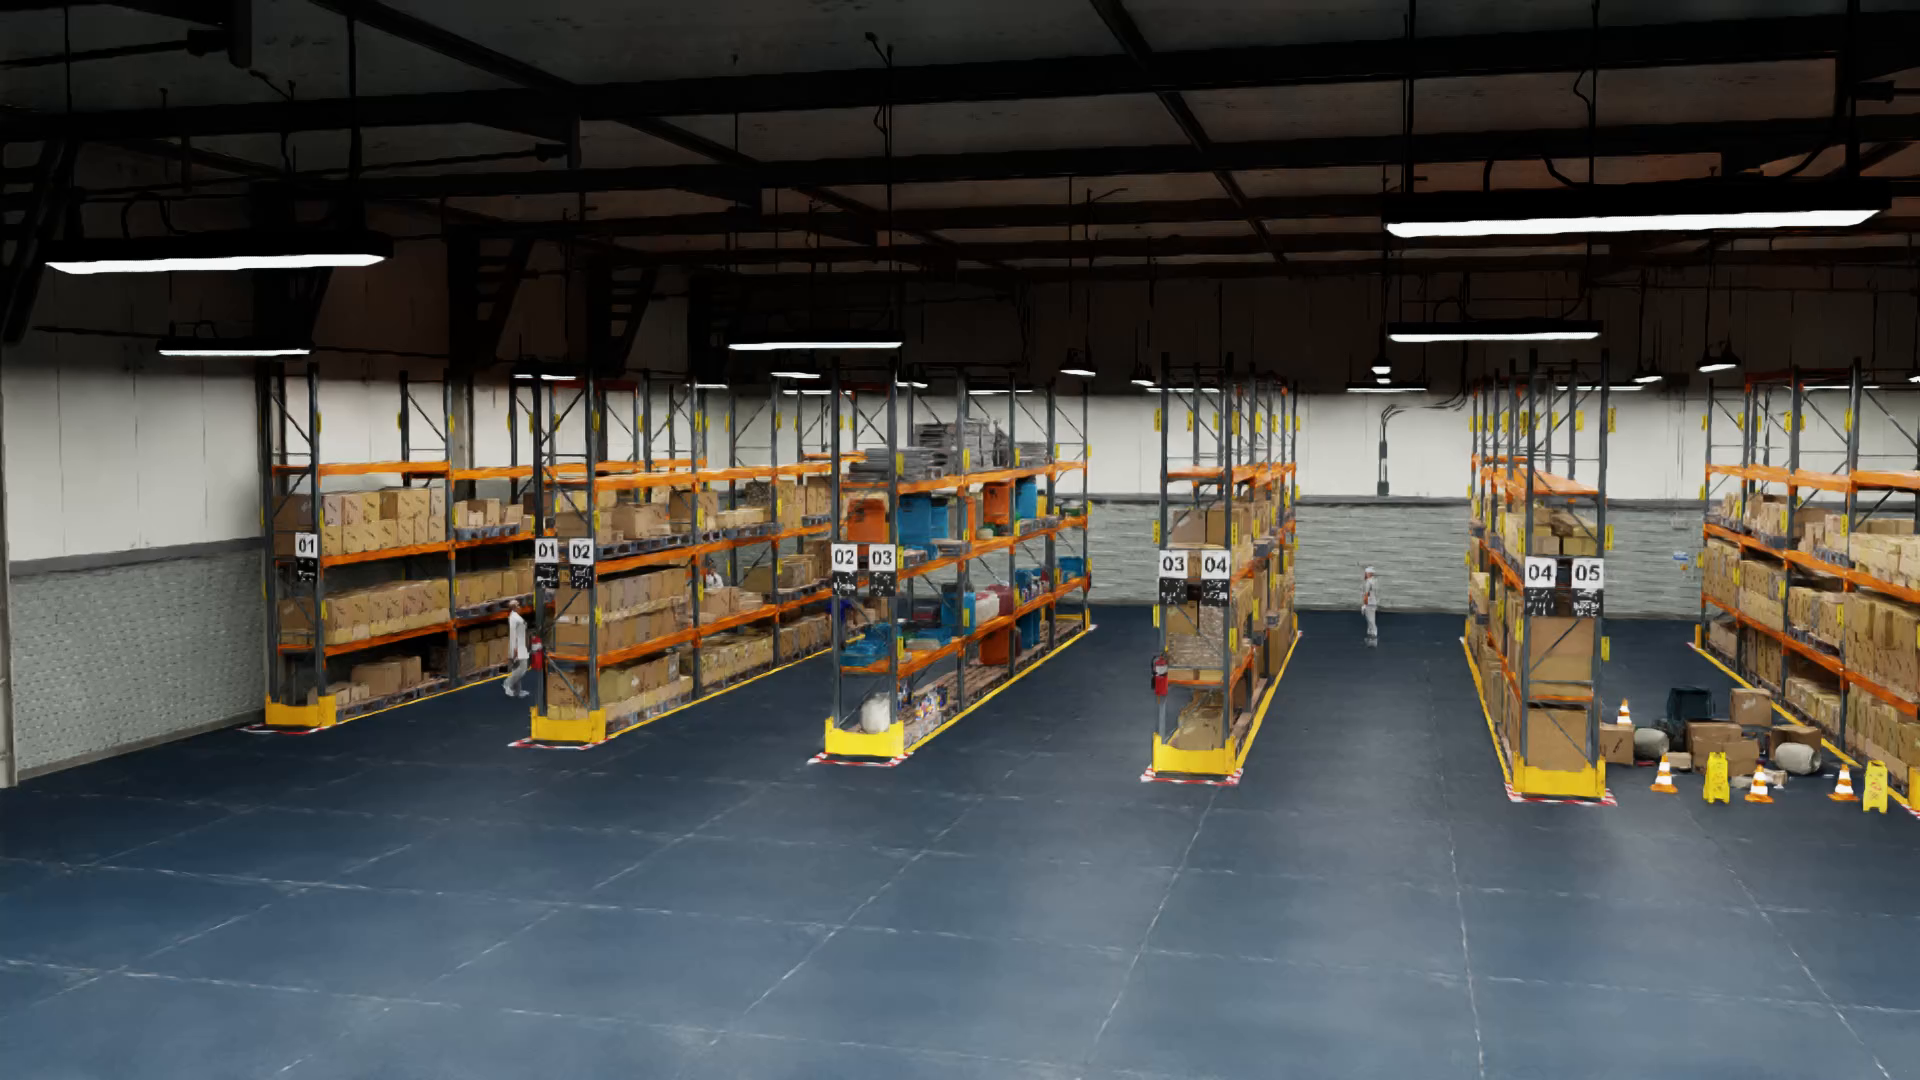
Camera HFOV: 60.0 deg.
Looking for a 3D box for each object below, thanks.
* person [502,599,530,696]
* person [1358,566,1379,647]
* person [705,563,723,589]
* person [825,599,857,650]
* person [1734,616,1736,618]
[{"bbox_3d":[-8.126,2.068,30.407,0.497,1.590,0.635,-1,4,-13],"label":"person"},{"bbox_3d":[9.154,1.475,37.249,0.544,1.788,0.626,2,5,32],"label":"person"},{"bbox_3d":[-5.979,1.349,40.396,0.488,1.587,1.089,1,4,12],"label":"person"},{"bbox_3d":[-2.506,1.792,34.519,0.584,1.580,0.782,1,4,20],"label":"person"},{"bbox_3d":[18.538,1.419,39.620,0.458,1.566,0.521,-1,4,-15],"label":"person"}]
